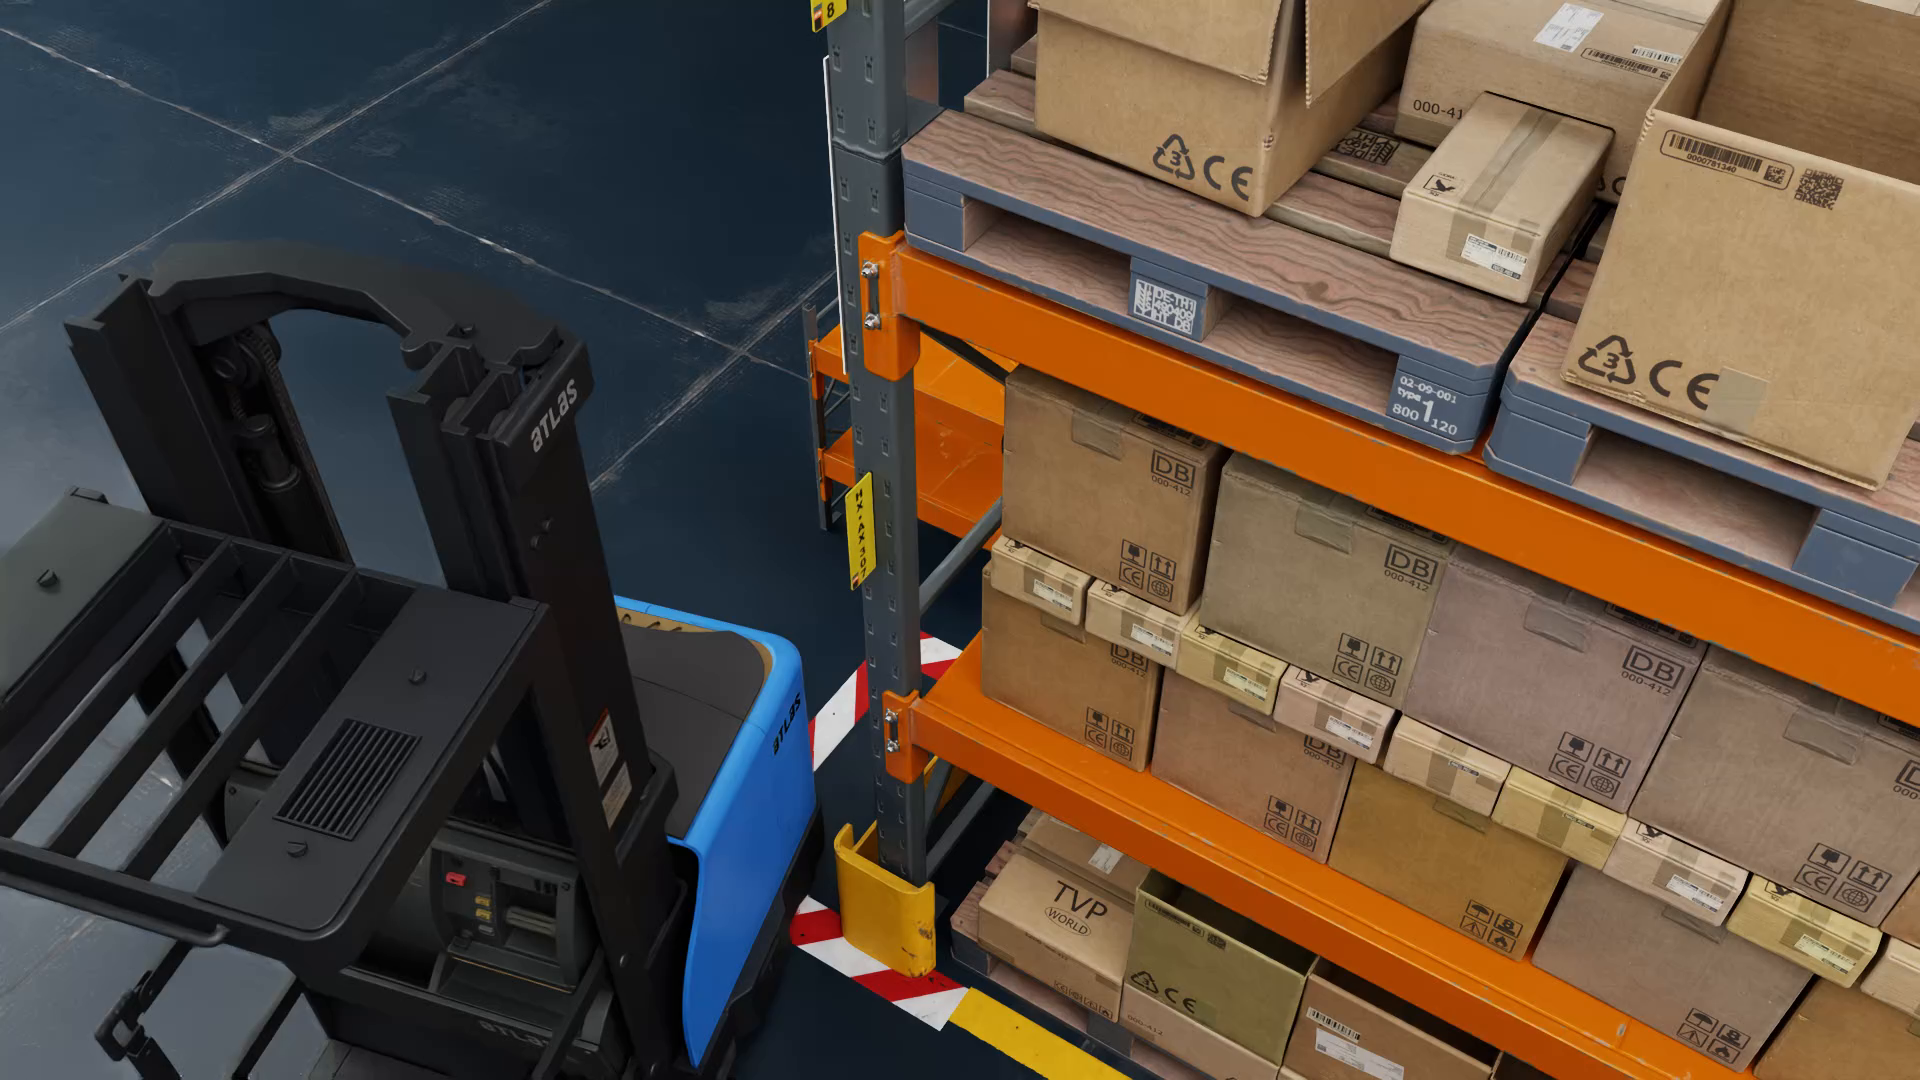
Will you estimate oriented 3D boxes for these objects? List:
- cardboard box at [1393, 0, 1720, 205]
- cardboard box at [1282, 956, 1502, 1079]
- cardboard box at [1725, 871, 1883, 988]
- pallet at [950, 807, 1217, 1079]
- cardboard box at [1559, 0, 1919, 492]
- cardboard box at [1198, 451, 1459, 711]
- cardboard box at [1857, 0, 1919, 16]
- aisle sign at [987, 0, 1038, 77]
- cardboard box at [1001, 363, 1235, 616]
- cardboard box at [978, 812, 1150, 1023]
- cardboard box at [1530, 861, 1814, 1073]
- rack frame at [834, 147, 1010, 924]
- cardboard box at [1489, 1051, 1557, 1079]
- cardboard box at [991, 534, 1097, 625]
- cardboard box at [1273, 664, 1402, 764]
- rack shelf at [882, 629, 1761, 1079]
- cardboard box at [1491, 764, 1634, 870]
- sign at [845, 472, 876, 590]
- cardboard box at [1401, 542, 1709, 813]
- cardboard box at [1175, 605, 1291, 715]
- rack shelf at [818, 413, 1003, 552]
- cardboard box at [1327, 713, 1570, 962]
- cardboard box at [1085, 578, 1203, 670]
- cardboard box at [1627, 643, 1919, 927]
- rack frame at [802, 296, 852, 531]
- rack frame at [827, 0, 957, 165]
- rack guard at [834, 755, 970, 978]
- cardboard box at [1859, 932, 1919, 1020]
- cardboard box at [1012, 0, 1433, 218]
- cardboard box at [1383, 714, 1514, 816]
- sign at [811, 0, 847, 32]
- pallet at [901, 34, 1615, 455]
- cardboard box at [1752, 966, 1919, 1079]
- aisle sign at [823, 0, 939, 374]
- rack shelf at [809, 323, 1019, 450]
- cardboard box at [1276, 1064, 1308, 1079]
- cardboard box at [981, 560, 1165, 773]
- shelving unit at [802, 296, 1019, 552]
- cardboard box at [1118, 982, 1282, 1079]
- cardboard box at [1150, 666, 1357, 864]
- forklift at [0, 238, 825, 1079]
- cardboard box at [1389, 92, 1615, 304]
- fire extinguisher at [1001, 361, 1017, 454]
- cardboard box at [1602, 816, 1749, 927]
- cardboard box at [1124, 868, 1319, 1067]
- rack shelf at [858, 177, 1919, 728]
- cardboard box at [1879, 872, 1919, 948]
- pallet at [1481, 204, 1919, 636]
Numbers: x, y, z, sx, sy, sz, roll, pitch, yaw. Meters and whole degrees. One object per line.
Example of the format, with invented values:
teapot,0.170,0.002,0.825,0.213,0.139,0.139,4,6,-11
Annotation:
cardboard box,1.178,-0.923,3.178,0.500,0.250,0.500,25,51,22
cardboard box,1.247,1.249,4.546,0.500,0.500,0.500,25,51,22
cardboard box,1.795,0.697,3.459,0.250,0.149,0.380,26,51,23
pallet,0.732,1.221,5.416,1.213,0.211,1.003,25,51,22
cardboard box,1.316,-0.489,2.582,0.500,0.500,0.500,25,51,22
cardboard box,0.942,-0.099,3.780,0.500,0.500,0.700,23,50,21
cardboard box,1.646,-0.729,2.947,0.500,0.311,0.500,31,53,26
aisle sign,0.169,-1.130,3.944,0.004,0.787,0.394,25,51,22
cardboard box,0.496,-0.299,3.975,0.500,0.500,0.700,25,51,22
cardboard box,0.397,1.132,5.182,0.500,0.250,0.500,25,51,22
cardboard box,1.757,0.730,3.879,0.500,0.500,0.700,26,51,23
rack frame,0.066,-0.021,4.679,0.127,3.000,1.000,25,51,22
cardboard box,1.658,1.453,4.348,0.500,0.500,0.500,25,51,22
cardboard box,0.280,0.000,4.137,0.250,0.149,0.380,24,51,22
cardboard box,0.924,0.297,3.848,0.250,0.149,0.380,24,50,22
rack shelf,1.749,1.004,4.185,4.000,0.370,1.077,25,51,22
cardboard box,1.365,0.497,3.653,0.250,0.149,0.380,24,50,22
sign,-0.239,-0.018,4.017,0.005,0.325,0.100,25,51,22
cardboard box,1.367,0.096,3.591,0.500,0.500,0.700,25,51,22
cardboard box,0.713,0.198,3.944,0.250,0.149,0.380,25,51,22
rack shelf,0.006,-0.219,6.519,1.000,0.278,0.538,25,51,22
cardboard box,1.311,0.528,4.075,0.500,0.500,0.700,25,51,22
cardboard box,0.504,0.100,4.039,0.250,0.149,0.380,23,50,21
cardboard box,1.789,0.289,3.403,0.500,0.500,0.700,25,51,22
rack frame,-0.422,-0.586,6.535,0.032,1.125,0.500,25,51,22
rack frame,0.066,-2.112,2.528,0.127,3.000,1.000,25,51,22
rack guard,0.046,0.840,5.585,0.348,0.500,1.175,25,51,22
cardboard box,2.020,0.798,3.361,0.250,0.149,0.380,26,51,23
cardboard box,0.547,-1.073,3.147,0.637,0.503,0.797,28,52,25
cardboard box,1.150,0.398,3.749,0.250,0.149,0.380,23,50,21
sign,-0.239,-1.066,2.938,0.005,0.325,0.100,25,51,22
pallet,0.647,-0.747,3.354,1.213,0.211,1.003,25,51,22
cardboard box,2.188,0.928,3.687,0.500,0.500,0.700,25,51,23
aisle sign,-0.155,-0.768,3.592,0.004,0.787,0.394,25,51,22
rack shelf,0.006,-0.593,6.134,1.000,0.278,0.538,25,51,22
cardboard box,1.241,1.518,4.808,0.500,0.250,0.500,25,51,22
cardboard box,0.452,0.132,4.460,0.500,0.500,0.700,25,51,22
shelving unit,0.006,-0.389,6.344,1.048,1.125,0.538,25,51,22
cardboard box,0.820,1.324,4.997,0.500,0.250,0.500,25,51,22
cardboard box,0.897,0.333,4.265,0.500,0.500,0.700,26,51,23
forklift,-1.388,0.930,3.802,1.130,2.935,3.031,13,47,12
cardboard box,0.961,-0.612,2.947,0.250,0.149,0.380,25,51,22
fire extinguisher,0.217,-0.321,5.024,0.183,0.674,0.296,25,51,22
cardboard box,1.573,0.595,3.558,0.250,0.149,0.380,25,51,22
cardboard box,0.819,1.064,4.727,0.500,0.500,0.500,25,51,22
rack shelf,1.749,-0.042,3.109,4.000,0.370,1.077,25,51,22
cardboard box,2.209,0.483,3.215,0.500,0.500,0.700,25,51,22
pallet,1.678,-0.275,2.896,1.213,0.211,1.003,25,51,22
